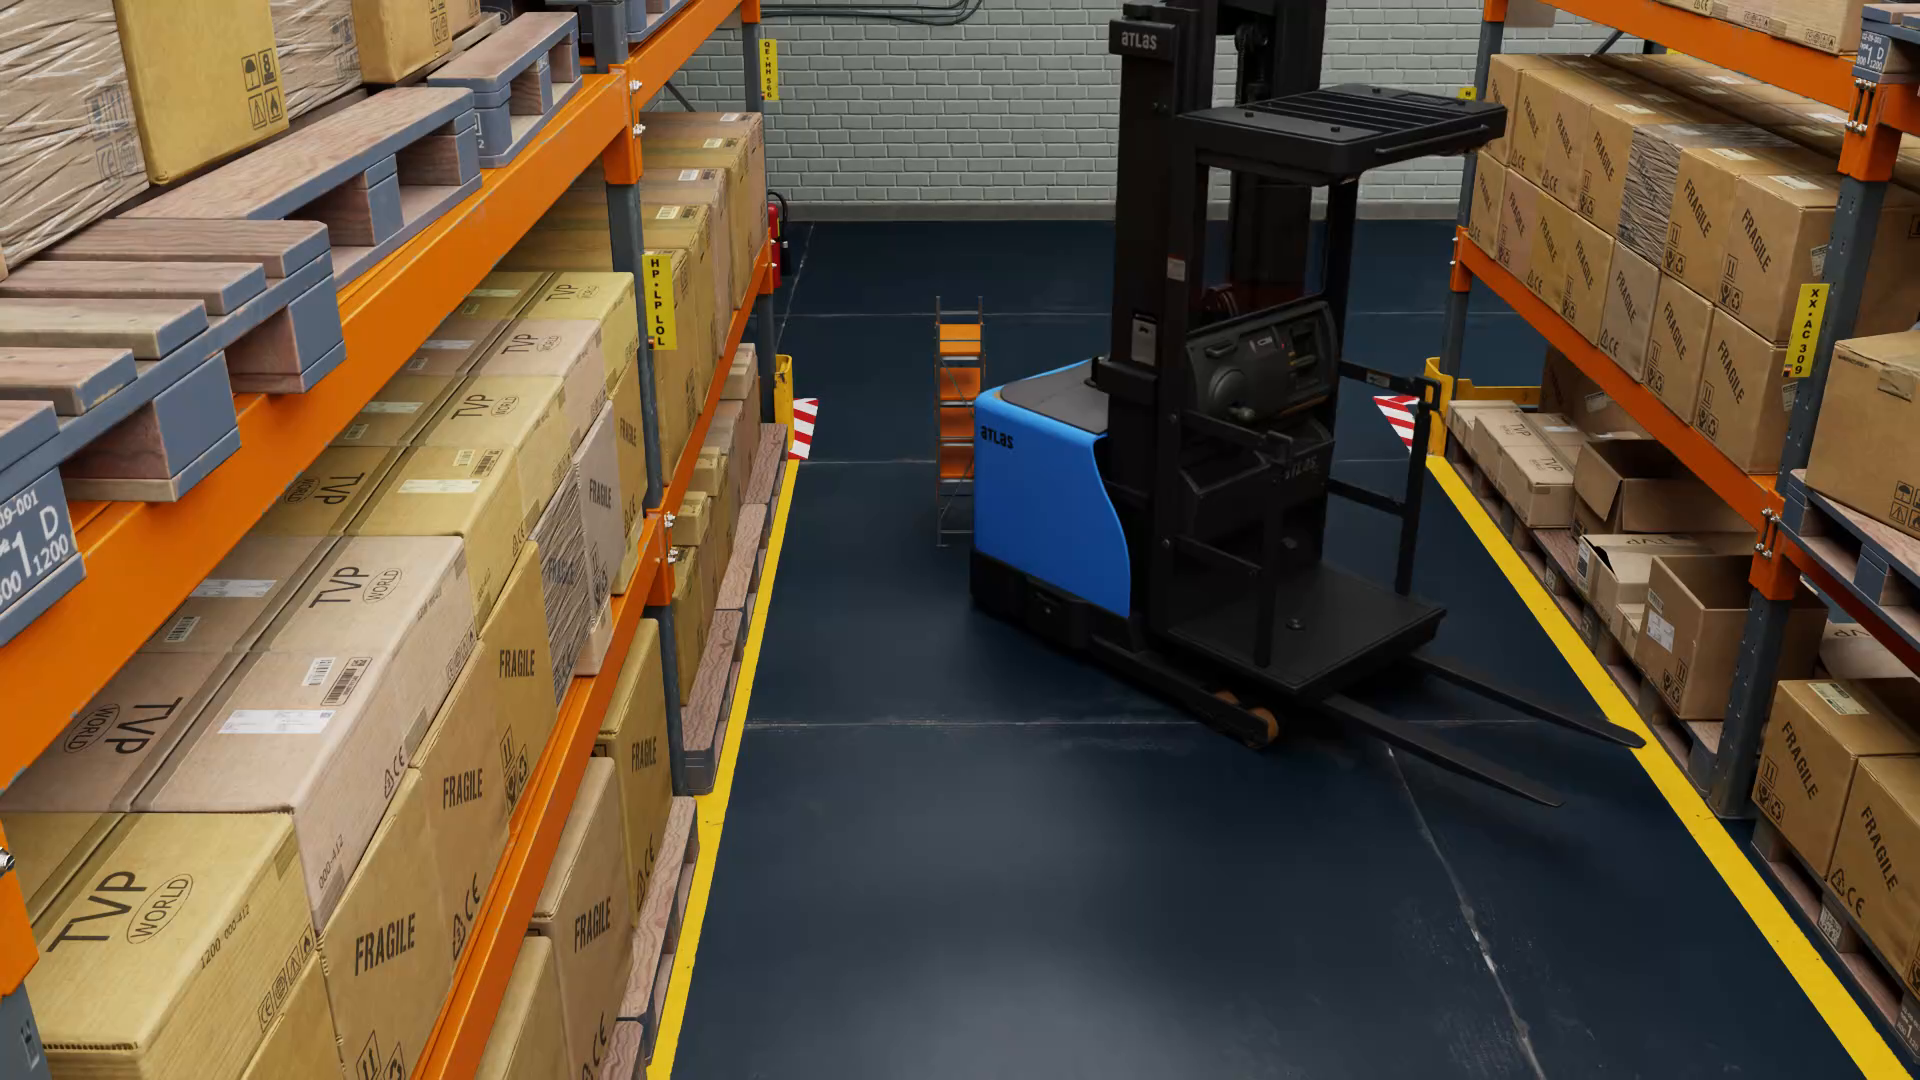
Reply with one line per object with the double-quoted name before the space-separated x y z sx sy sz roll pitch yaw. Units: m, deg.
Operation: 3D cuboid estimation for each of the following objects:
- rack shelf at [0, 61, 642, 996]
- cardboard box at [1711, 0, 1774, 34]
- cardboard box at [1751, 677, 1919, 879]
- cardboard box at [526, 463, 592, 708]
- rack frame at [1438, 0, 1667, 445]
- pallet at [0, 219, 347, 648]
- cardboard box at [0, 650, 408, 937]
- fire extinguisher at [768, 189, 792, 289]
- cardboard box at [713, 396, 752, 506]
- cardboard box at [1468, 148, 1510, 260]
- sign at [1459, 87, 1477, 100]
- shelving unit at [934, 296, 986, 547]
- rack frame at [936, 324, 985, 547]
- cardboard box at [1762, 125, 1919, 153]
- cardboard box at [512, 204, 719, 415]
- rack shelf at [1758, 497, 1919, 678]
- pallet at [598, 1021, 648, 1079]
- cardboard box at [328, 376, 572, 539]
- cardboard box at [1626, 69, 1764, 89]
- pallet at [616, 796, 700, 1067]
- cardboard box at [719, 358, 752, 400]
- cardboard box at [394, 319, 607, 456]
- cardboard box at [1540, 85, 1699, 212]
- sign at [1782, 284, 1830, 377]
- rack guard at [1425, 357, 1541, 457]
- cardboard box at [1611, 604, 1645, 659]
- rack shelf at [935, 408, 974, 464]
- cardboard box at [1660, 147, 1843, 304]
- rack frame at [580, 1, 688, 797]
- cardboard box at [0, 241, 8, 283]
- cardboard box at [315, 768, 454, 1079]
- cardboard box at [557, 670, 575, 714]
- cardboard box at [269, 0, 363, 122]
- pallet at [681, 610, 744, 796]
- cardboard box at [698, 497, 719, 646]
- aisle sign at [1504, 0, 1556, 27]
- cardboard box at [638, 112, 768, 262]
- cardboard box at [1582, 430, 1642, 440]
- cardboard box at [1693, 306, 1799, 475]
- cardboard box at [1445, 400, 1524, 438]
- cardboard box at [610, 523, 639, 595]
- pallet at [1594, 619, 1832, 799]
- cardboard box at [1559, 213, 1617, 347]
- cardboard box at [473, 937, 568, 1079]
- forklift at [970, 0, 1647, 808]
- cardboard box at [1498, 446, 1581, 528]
"rack shelf" -1.527 -0.509 3.468 1.077 0.370 4.000 0 24 -1
"cardboard box" 3.139 -2.021 6.121 0.500 0.250 0.500 0 24 -1
"cardboard box" 3.166 0.821 5.794 0.500 0.500 0.500 -1 24 -3
"cardboard box" -1.279 0.122 4.333 0.500 0.500 0.500 0 24 0
"rack frame" 3.361 -1.966 9.457 1.000 3.000 0.127 0 24 -1
"pallet" -1.565 -0.191 2.122 1.213 0.211 1.003 1 24 2
"cardboard box" -1.259 0.413 2.781 0.500 0.250 0.500 -1 24 -1
"fire extinguisher" -1.132 -1.801 9.639 0.296 0.674 0.183 0 24 -1
"cardboard box" -1.479 -0.500 8.740 0.700 0.500 0.500 0 24 -1
"cardboard box" 3.102 -1.828 9.029 0.500 0.500 0.500 0 24 1
"sign" 2.819 -2.358 9.273 0.100 0.325 0.005 0 24 -1
"shelving unit" -0.002 -0.615 8.654 0.258 1.200 0.503 0 24 -1
"rack frame" 0.001 -0.514 8.431 0.240 1.200 0.015 0 24 -1
"cardboard box" 3.670 -1.439 6.956 0.500 0.500 0.500 -1 24 -2
"cardboard box" -1.541 -0.955 6.858 0.980 0.700 0.700 -1 24 -2
"rack shelf" 3.427 0.834 4.139 1.077 0.370 4.000 0 24 -1
"pallet" -1.448 1.798 4.518 1.003 0.211 1.213 0 24 -1
"cardboard box" -1.286 -0.214 4.166 0.500 0.250 0.500 0 24 0
"cardboard box" 3.647 -2.077 8.367 0.500 0.500 0.500 0 24 1
"pallet" -1.465 1.294 5.632 1.003 0.211 1.213 0 24 -1
"cardboard box" -1.297 -0.845 8.714 0.380 0.149 0.250 0 24 1
"cardboard box" -1.292 -0.424 4.630 0.500 0.250 0.500 0 24 1
"cardboard box" 3.116 -1.862 7.891 0.500 0.500 0.500 0 24 0
"sign" 2.862 -0.707 5.622 0.100 0.325 0.005 0 24 -1
"rack guard" 3.362 -0.796 9.903 1.175 0.500 0.348 0 24 -1
"cardboard box" 3.051 0.393 7.167 0.380 0.149 0.250 0 24 -1
"rack shelf" -0.002 -0.554 8.681 0.258 0.148 0.480 0 24 -1
"cardboard box" 3.132 -1.237 6.511 0.500 0.500 0.500 -1 24 -2
"rack frame" -1.548 -0.294 5.760 1.000 3.000 0.127 0 24 -1
"cardboard box" -1.567 -0.454 1.819 0.700 0.500 0.500 -2 24 -5
"cardboard box" -1.251 0.747 2.952 0.500 0.500 0.500 1 24 1
"cardboard box" -1.280 0.370 4.573 0.380 0.149 0.250 0 24 -1
"cardboard box" -1.637 -1.108 3.264 0.700 0.500 0.500 0 24 -1
"pallet" -1.479 0.663 7.028 1.003 0.211 1.213 0 24 -1
"cardboard box" -1.456 0.138 7.329 0.700 0.500 0.500 0 24 -1
"aisle sign" 3.067 -3.177 8.980 0.394 0.787 0.004 0 24 -1
"cardboard box" -1.577 -1.869 8.878 0.980 0.700 0.700 1 24 2
"cardboard box" 3.528 -0.485 9.087 0.380 0.166 0.250 0 24 -1
"cardboard box" 3.143 -0.568 6.245 0.500 0.500 0.500 0 24 0
"cardboard box" 3.022 -0.693 9.569 0.380 0.149 0.250 0 24 -1
"cardboard box" -1.235 0.053 5.273 0.380 0.149 0.250 0 24 0
"pallet" 3.398 0.670 7.013 1.003 0.211 1.213 0 24 -1
"cardboard box" 3.120 -1.202 7.647 0.500 0.500 0.500 0 24 0
"cardboard box" -1.385 1.478 3.942 0.750 0.750 0.750 0 24 -1
"forklift" 1.409 -0.714 6.772 1.130 2.935 3.031 -21 31 -38
"cardboard box" 3.094 -0.276 8.524 0.500 0.250 0.500 0 24 -1
